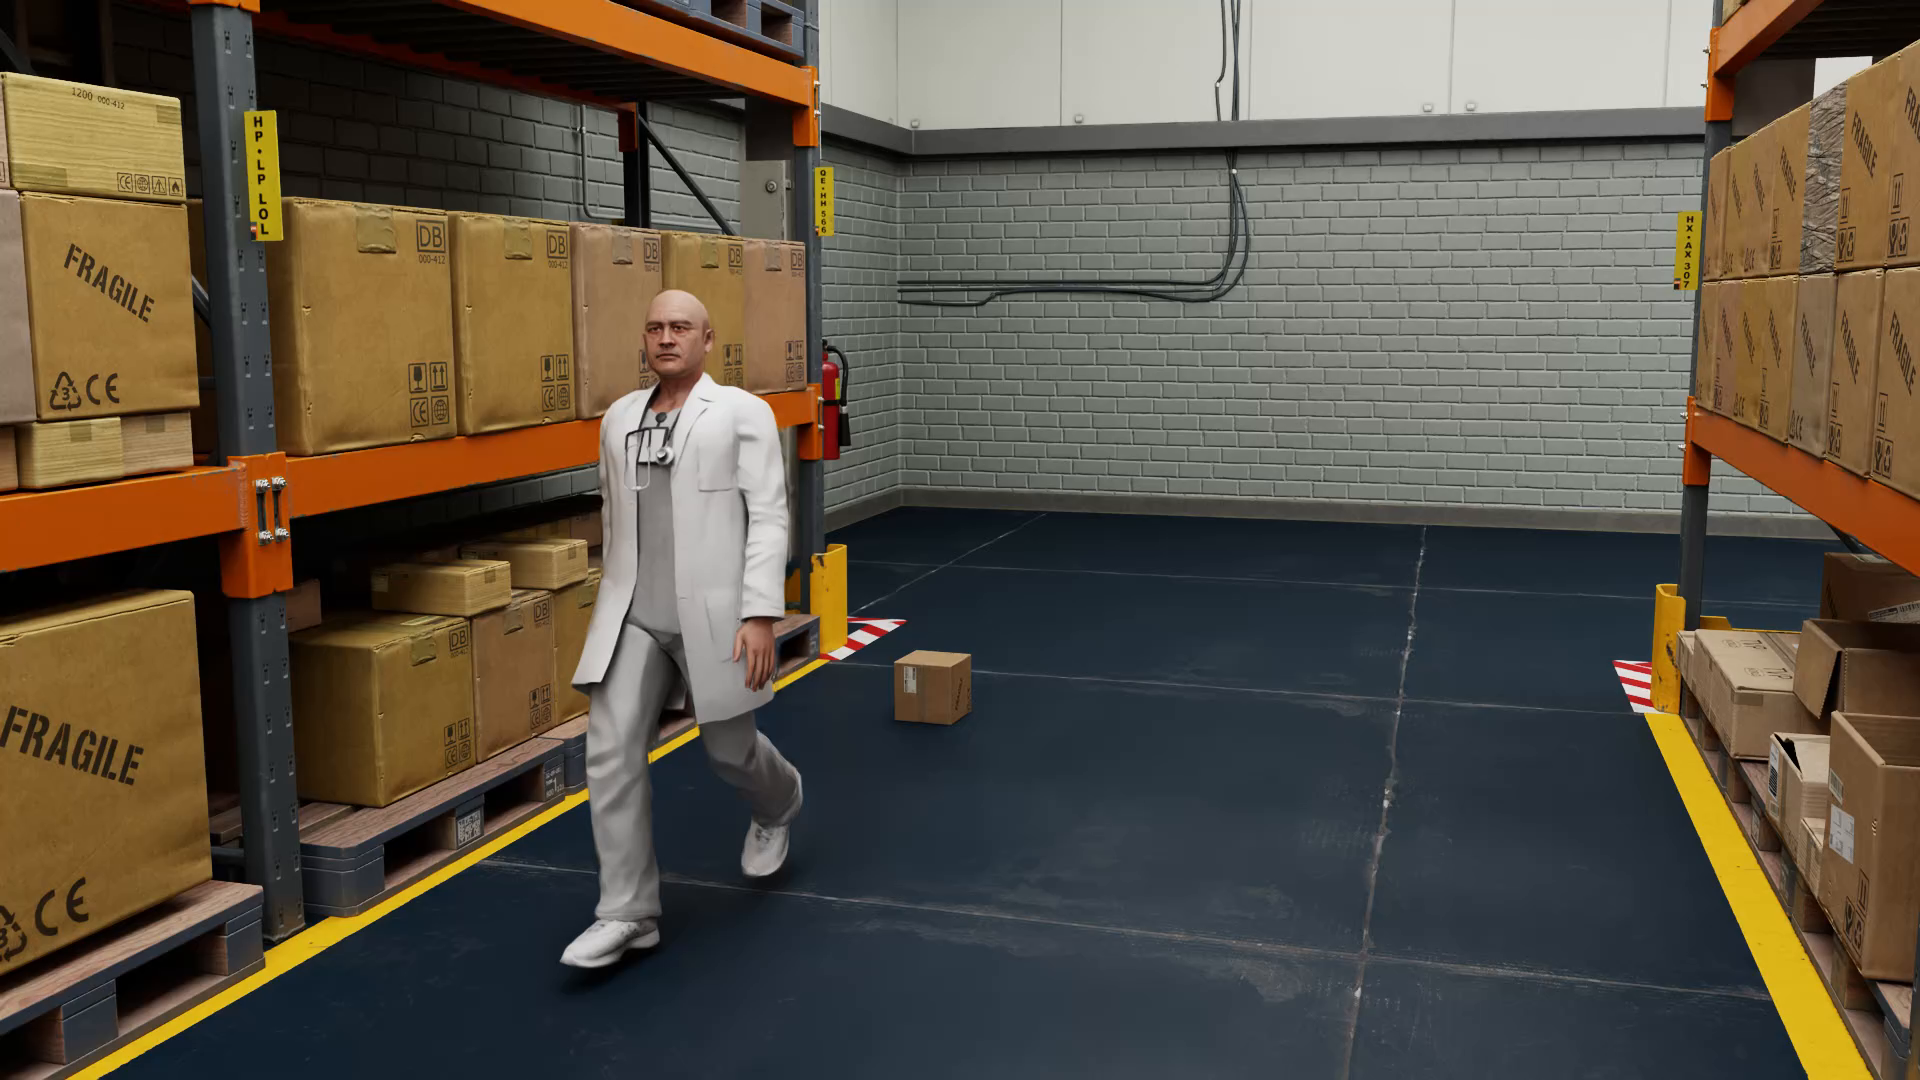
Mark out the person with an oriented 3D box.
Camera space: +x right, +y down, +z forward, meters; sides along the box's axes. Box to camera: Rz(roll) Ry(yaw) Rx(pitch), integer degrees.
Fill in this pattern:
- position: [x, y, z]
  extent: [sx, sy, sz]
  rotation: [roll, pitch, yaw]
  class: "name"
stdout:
- position: [-0.739, 0.200, 4.483]
  extent: [0.609, 1.732, 0.999]
  rotation: [2, 8, 13]
  class: "person"
